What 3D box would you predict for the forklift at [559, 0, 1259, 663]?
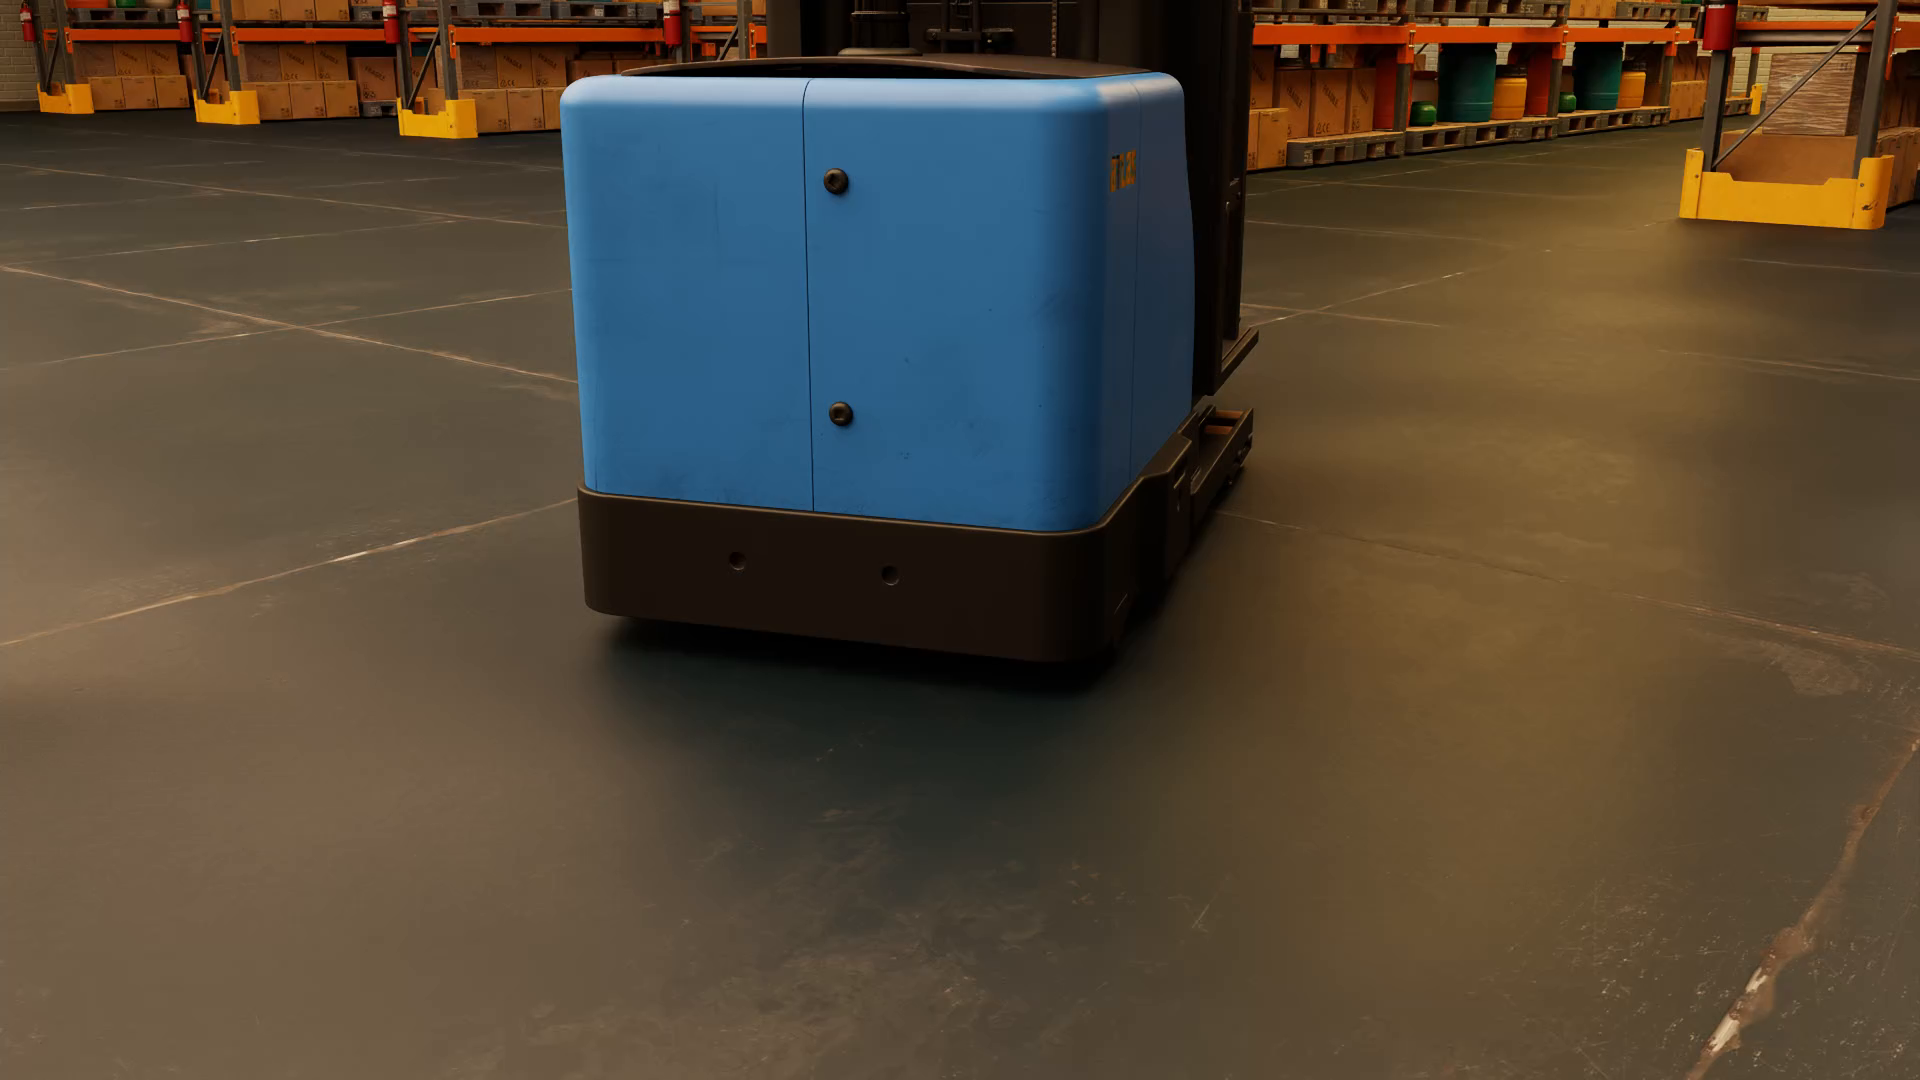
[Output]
[{"bbox_3d":[0.182,-1.571,4.072,1.130,2.935,3.031,5,18,17],"label":"forklift"}]
